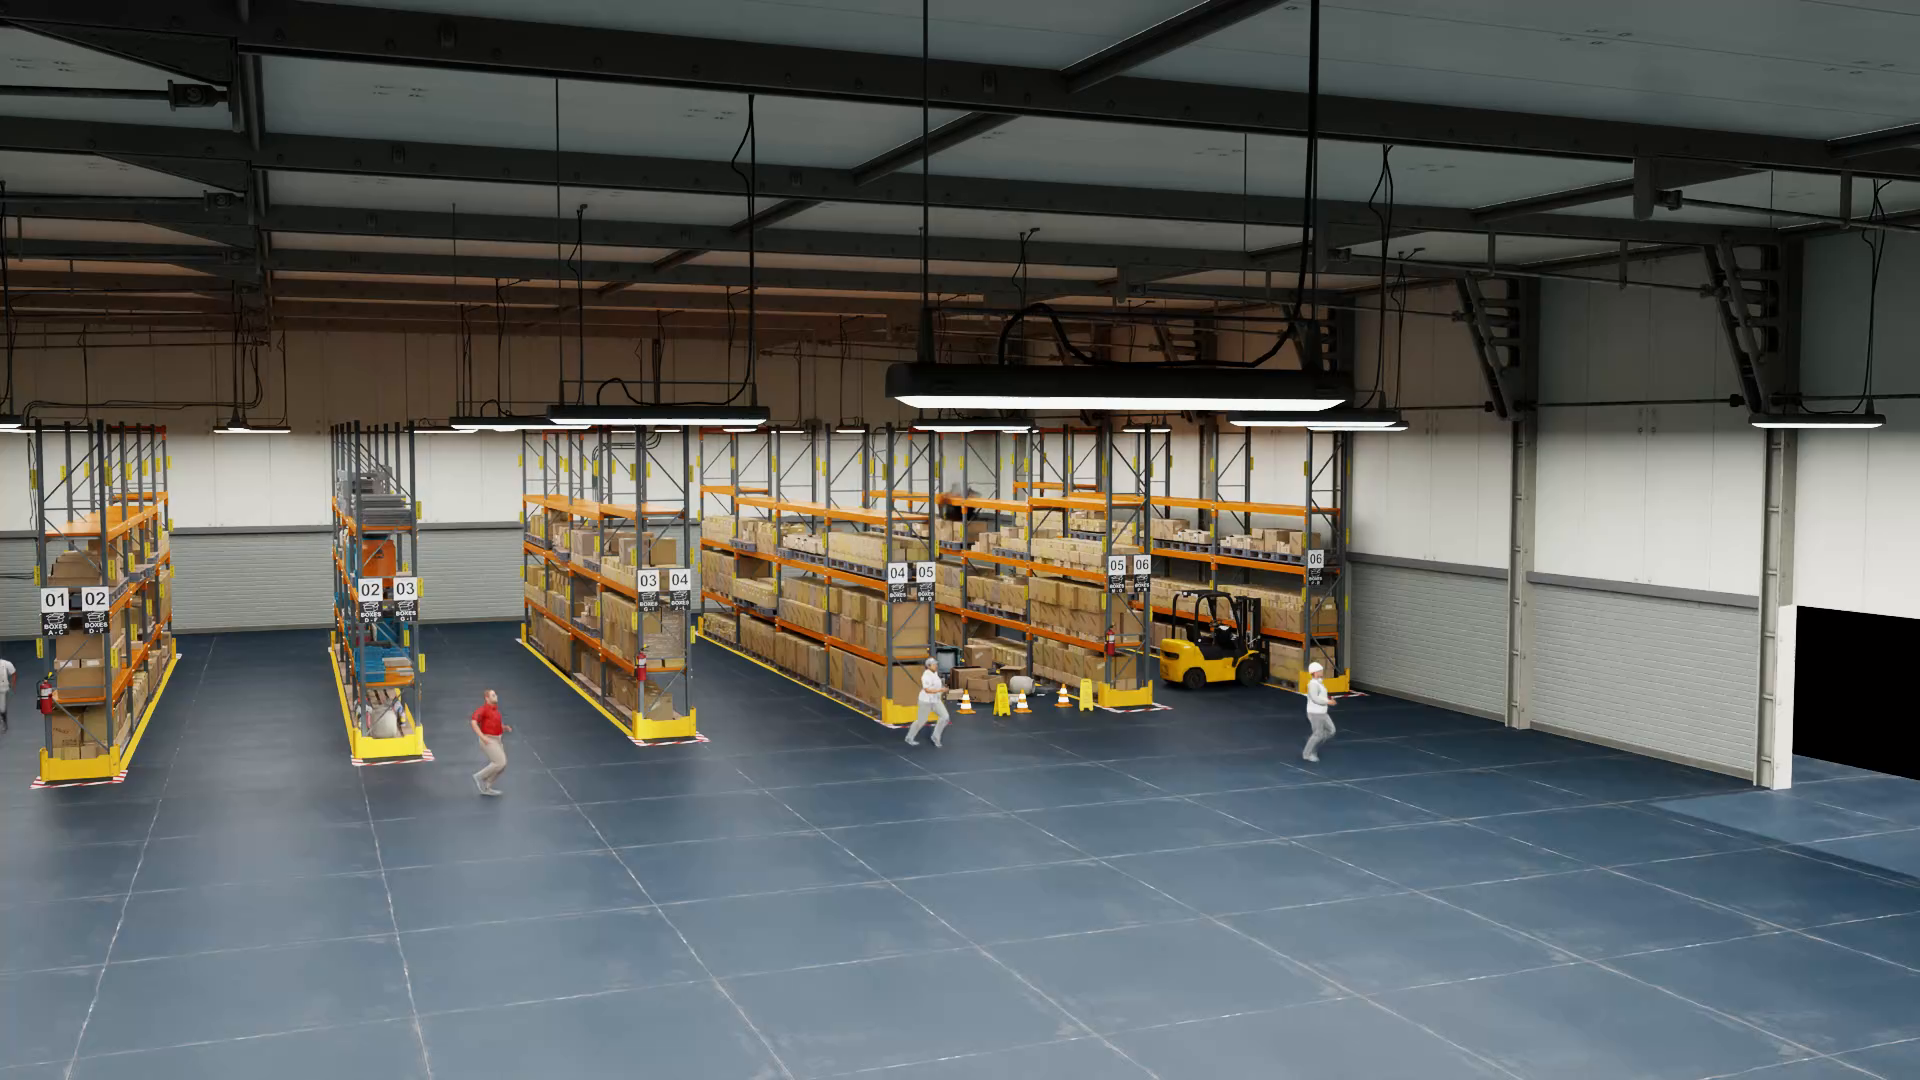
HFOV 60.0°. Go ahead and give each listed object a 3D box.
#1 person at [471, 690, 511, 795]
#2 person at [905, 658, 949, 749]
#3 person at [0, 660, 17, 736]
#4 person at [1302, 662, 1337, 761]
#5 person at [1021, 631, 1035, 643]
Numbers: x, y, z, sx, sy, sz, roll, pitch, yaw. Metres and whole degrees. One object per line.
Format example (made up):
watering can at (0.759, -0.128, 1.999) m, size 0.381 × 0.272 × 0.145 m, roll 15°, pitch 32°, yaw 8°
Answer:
person at (-7.428, 3.222, 26.449) m, size 0.537 × 1.682 × 0.726 m, roll 0°, pitch 4°, yaw 6°
person at (-0.564, 2.992, 30.511) m, size 0.858 × 1.688 × 0.611 m, roll 2°, pitch 4°, yaw 29°
person at (-18.282, 2.884, 31.552) m, size 0.692 × 1.724 × 0.582 m, roll -2°, pitch 4°, yaw -29°
person at (6.336, 3.018, 29.249) m, size 0.603 × 1.731 × 0.643 m, roll 2°, pitch 4°, yaw 23°
person at (1.824, 2.076, 45.664) m, size 0.543 × 1.559 × 0.544 m, roll -2°, pitch 4°, yaw -35°
